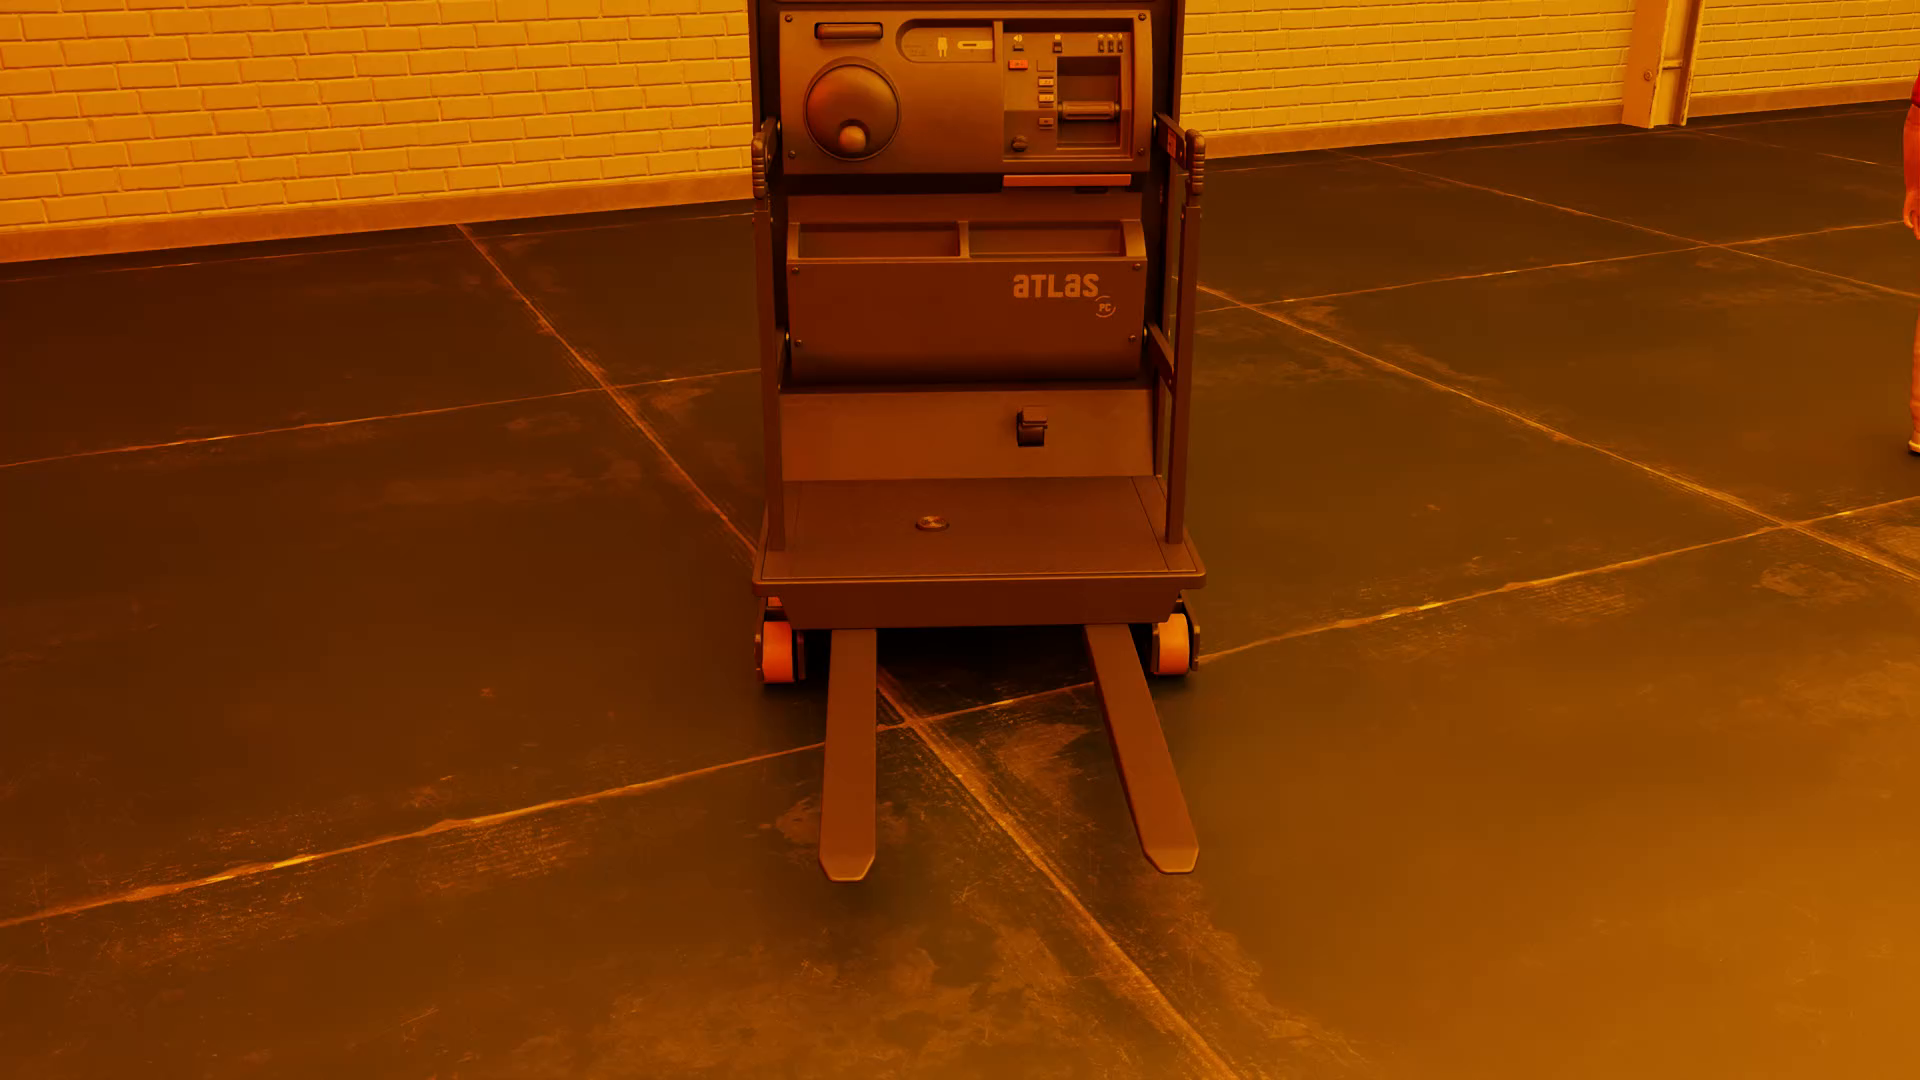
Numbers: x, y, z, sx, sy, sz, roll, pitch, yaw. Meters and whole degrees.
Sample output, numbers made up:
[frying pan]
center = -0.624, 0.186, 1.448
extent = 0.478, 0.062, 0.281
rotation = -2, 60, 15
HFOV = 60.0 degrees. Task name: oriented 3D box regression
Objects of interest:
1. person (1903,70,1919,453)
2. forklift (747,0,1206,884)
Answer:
[person]
center = 3.482, -1.114, 5.515
extent = 0.551, 1.727, 0.640
rotation = -14, 27, -31
[forklift]
center = 0.028, -1.113, 3.964
extent = 1.130, 2.935, 3.031
rotation = -1, 23, -2
